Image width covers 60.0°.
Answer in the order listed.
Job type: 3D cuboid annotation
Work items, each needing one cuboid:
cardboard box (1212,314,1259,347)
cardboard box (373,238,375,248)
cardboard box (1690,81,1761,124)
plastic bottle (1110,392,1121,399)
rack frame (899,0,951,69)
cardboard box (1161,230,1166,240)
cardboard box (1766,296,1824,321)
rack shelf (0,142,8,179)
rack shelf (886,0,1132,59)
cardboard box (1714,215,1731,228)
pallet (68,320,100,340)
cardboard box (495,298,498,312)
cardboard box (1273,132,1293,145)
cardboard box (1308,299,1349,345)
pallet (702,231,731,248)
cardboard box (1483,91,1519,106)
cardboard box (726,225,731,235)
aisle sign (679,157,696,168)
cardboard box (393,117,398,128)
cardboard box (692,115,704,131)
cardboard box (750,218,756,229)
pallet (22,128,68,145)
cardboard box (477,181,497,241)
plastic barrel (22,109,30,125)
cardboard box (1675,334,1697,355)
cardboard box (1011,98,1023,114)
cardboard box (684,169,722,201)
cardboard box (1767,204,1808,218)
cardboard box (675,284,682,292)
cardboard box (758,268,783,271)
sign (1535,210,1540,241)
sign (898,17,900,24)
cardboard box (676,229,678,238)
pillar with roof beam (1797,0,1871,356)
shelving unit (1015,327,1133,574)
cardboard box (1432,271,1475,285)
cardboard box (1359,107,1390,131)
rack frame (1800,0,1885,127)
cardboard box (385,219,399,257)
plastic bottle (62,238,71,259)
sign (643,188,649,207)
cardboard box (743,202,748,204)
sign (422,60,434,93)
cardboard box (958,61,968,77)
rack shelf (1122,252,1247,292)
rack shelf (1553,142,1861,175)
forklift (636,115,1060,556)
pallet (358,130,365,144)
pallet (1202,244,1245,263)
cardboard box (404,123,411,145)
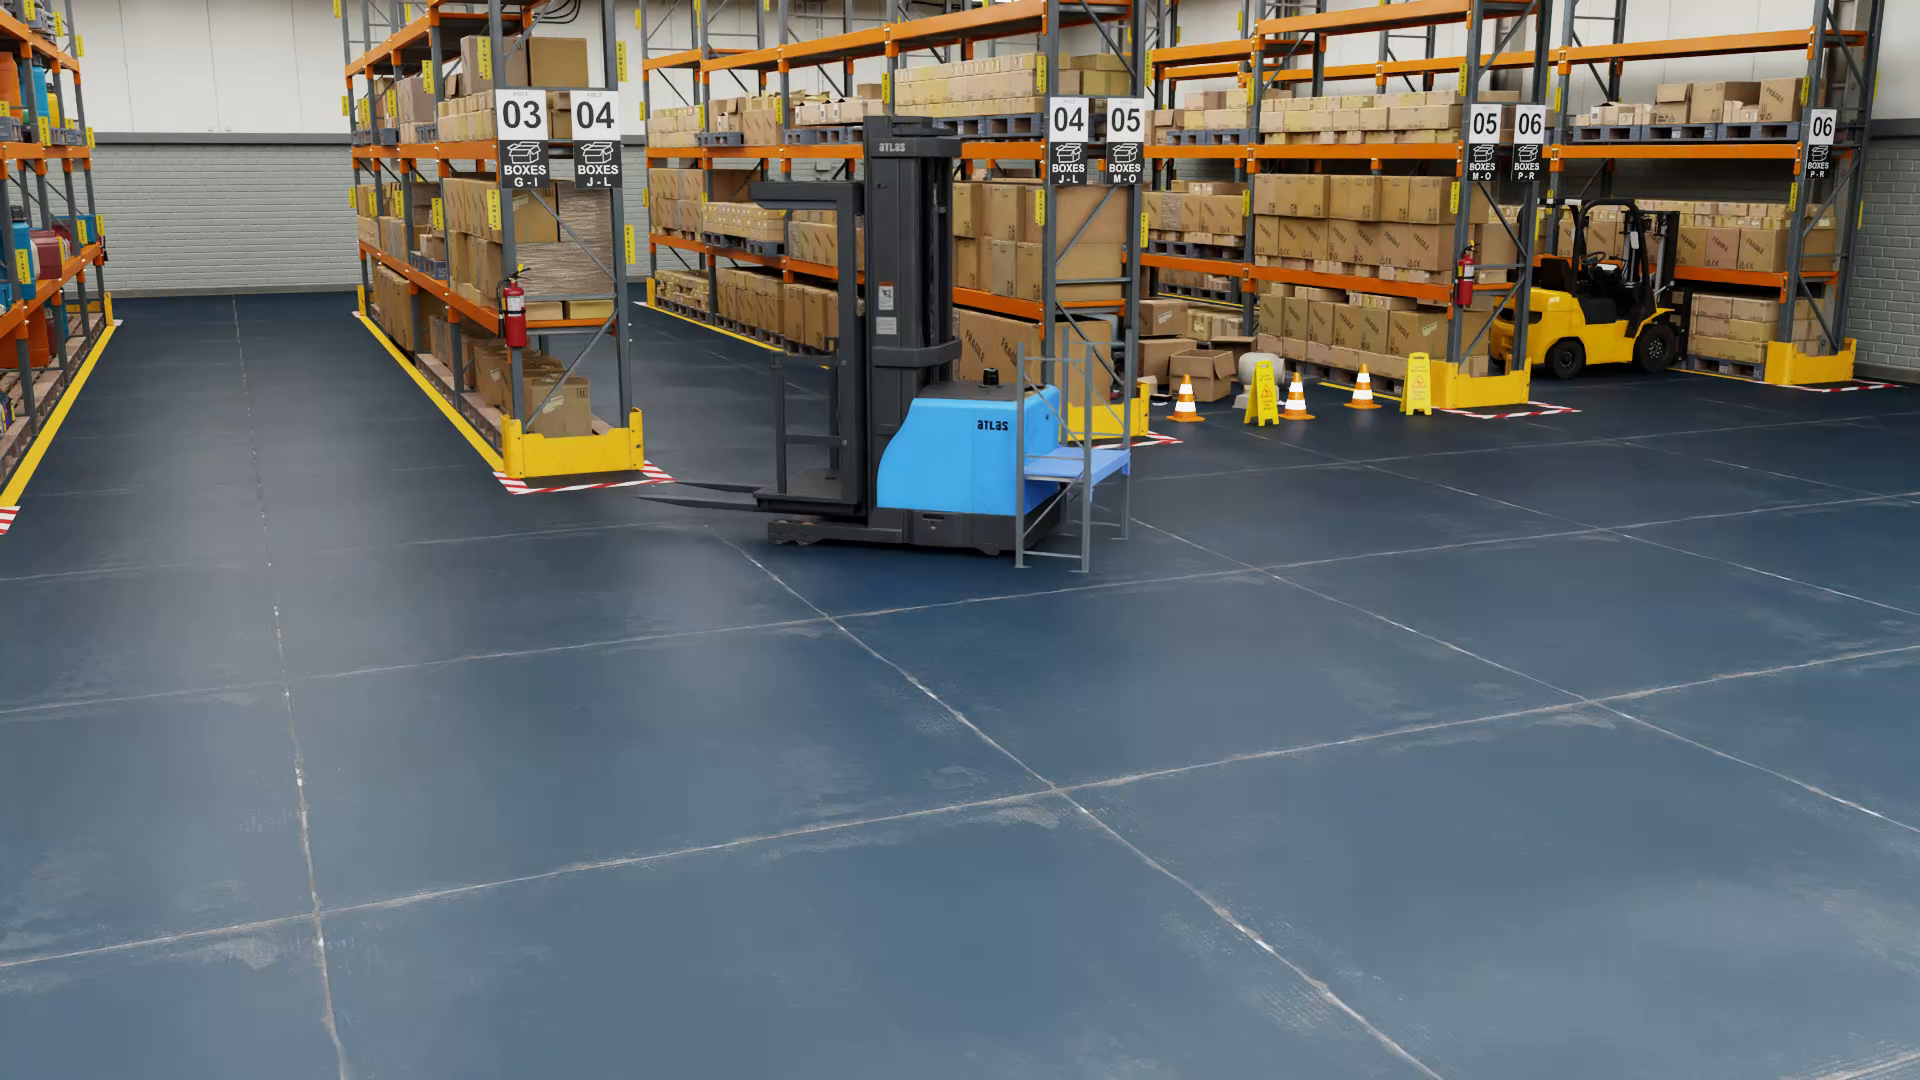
[{"bbox_3d":[3.938,-2.807,22.243,0.950,0.372,0.625,-5,14,-22],"label":"cardboard box"},{"bbox_3d":[-8.763,-4.550,25.433,0.380,0.149,0.250,-6,14,-24],"label":"cardboard box"},{"bbox_3d":[9.580,-5.451,20.742,0.700,0.500,0.500,-6,14,-23],"label":"cardboard box"},{"bbox_3d":[1.681,-1.632,18.785,0.283,0.061,0.133,-12,18,-42],"label":"plastic bottle"},{"bbox_3d":[-0.656,-9.177,31.563,1.000,3.000,0.127,-6,14,-23],"label":"rack frame"},{"bbox_3d":[3.066,-4.321,23.513,0.380,0.149,0.250,-5,14,-21],"label":"cardboard box"},{"bbox_3d":[10.280,-2.866,20.550,0.500,0.250,0.500,-6,14,-24],"label":"cardboard box"},{"bbox_3d":[-8.667,-3.130,13.684,1.077,0.370,4.000,-6,14,-23],"label":"rack shelf"},{"bbox_3d":[0.457,-5.271,17.170,1.077,0.370,4.000,-6,14,-23],"label":"rack shelf"},{"bbox_3d":[9.637,-3.970,20.710,0.380,0.149,0.250,-6,14,-23],"label":"cardboard box"},{"bbox_3d":[-13.495,-3.127,24.914,1.003,0.211,1.213,-6,14,-23],"label":"pallet"},{"bbox_3d":[-3.964,-2.123,14.947,0.380,0.149,0.250,-6,14,-23],"label":"cardboard box"},{"bbox_3d":[4.102,-4.968,20.587,0.380,0.149,0.250,-6,14,-23],"label":"cardboard box"},{"bbox_3d":[4.571,-2.642,20.136,0.500,0.500,0.500,-5,14,-20],"label":"cardboard box"},{"bbox_3d":[-3.376,-4.695,25.929,1.003,0.211,1.213,-6,14,-23],"label":"pallet"},{"bbox_3d":[5.797,-4.768,17.953,0.380,0.149,0.250,-6,14,-23],"label":"cardboard box"},{"bbox_3d":[-3.285,-4.650,24.933,0.380,0.149,0.250,-6,14,-24],"label":"cardboard box"},{"bbox_3d":[-4.906,-7.095,30.106,0.394,0.787,0.004,-6,14,-23],"label":"aisle sign"},{"bbox_3d":[-7.269,-5.711,22.086,0.500,0.500,0.500,-5,14,-20],"label":"cardboard box"},{"bbox_3d":[-3.967,-6.664,26.582,0.500,0.250,0.500,-6,14,-26],"label":"cardboard box"},{"bbox_3d":[-2.778,-4.530,23.758,0.380,0.149,0.250,-5,14,-22],"label":"cardboard box"},{"bbox_3d":[-11.812,-5.067,20.878,1.003,0.211,1.213,-6,14,-23],"label":"pallet"},{"bbox_3d":[-3.980,-2.928,14.770,0.500,0.500,0.500,-6,14,-23],"label":"cardboard box"},{"bbox_3d":[-11.284,-5.089,19.965,0.294,0.245,0.294,0,13,0],"label":"plastic barrel"},{"bbox_3d":[9.439,-2.539,21.353,0.500,0.250,0.500,-5,14,-22],"label":"cardboard box"},{"bbox_3d":[0.714,-4.163,15.956,0.380,0.149,0.250,-5,14,-22],"label":"cardboard box"},{"bbox_3d":[-4.197,-5.819,27.262,0.500,0.500,0.500,-6,14,-25],"label":"cardboard box"},{"bbox_3d":[9.963,-3.962,20.016,0.380,0.149,0.250,-6,14,-23],"label":"cardboard box"},{"bbox_3d":[-4.743,-4.402,28.968,0.380,0.149,0.250,-6,14,-26],"label":"cardboard box"},{"bbox_3d":[-2.826,-4.073,25.766,0.500,0.250,0.500,-5,14,-20],"label":"cardboard box"},{"bbox_3d":[6.250,-3.419,18.071,0.100,0.325,0.005,-6,14,-23],"label":"sign"},{"bbox_3d":[-1.167,-9.660,31.228,0.100,0.325,0.005,-6,14,-23],"label":"sign"},{"bbox_3d":[-4.651,-5.249,28.456,0.380,0.149,0.250,-5,14,-21],"label":"cardboard box"},{"bbox_3d":[6.902,-6.157,18.514,9.100,9.000,0.400,-6,14,-23],"label":"pillar with roof beam"},{"bbox_3d":[0.784,-0.640,11.310,0.538,1.500,1.048,5,14,19],"label":"shelving unit"},{"bbox_3d":[5.407,-2.884,18.235,0.380,0.149,0.250,-5,14,-21],"label":"cardboard box"},{"bbox_3d":[4.888,-4.774,18.864,0.500,0.250,0.500,-5,14,-21],"label":"cardboard box"},{"bbox_3d":[10.299,-6.320,19.220,1.000,3.000,0.127,-6,14,-23],"label":"rack frame"},{"bbox_3d":[-7.777,-4.256,23.386,0.500,0.500,0.500,-6,14,-24],"label":"cardboard box"},{"bbox_3d":[-12.218,-3.972,22.656,0.152,0.276,0.135,-6,14,-23],"label":"plastic bottle"},{"bbox_3d":[-5.649,-6.159,29.908,0.100,0.325,0.005,-6,14,-23],"label":"sign"},{"bbox_3d":[-3.210,-5.266,26.278,0.380,0.149,0.250,-5,14,-20],"label":"cardboard box"},{"bbox_3d":[-5.437,-4.734,16.999,0.100,0.325,0.005,-6,14,-23],"label":"sign"},{"bbox_3d":[0.201,-4.815,17.006,0.380,0.149,0.250,-6,14,-23],"label":"cardboard box"},{"bbox_3d":[3.349,-3.837,23.394,1.077,0.370,4.000,-6,14,-23],"label":"rack shelf"},{"bbox_3d":[9.498,-4.922,21.425,1.077,0.370,4.000,-6,14,-23],"label":"rack shelf"},{"bbox_3d":[-0.847,-1.495,11.827,3.031,2.935,1.130,4,14,17],"label":"forklift"},{"bbox_3d":[-8.937,-6.372,26.295,1.003,0.211,1.213,-6,14,-23],"label":"pallet"},{"bbox_3d":[3.978,-3.852,22.288,1.003,0.211,1.213,-6,14,-23],"label":"pallet"},{"bbox_3d":[-6.372,-4.868,19.932,0.500,0.250,0.500,-5,14,-22],"label":"cardboard box"}]
